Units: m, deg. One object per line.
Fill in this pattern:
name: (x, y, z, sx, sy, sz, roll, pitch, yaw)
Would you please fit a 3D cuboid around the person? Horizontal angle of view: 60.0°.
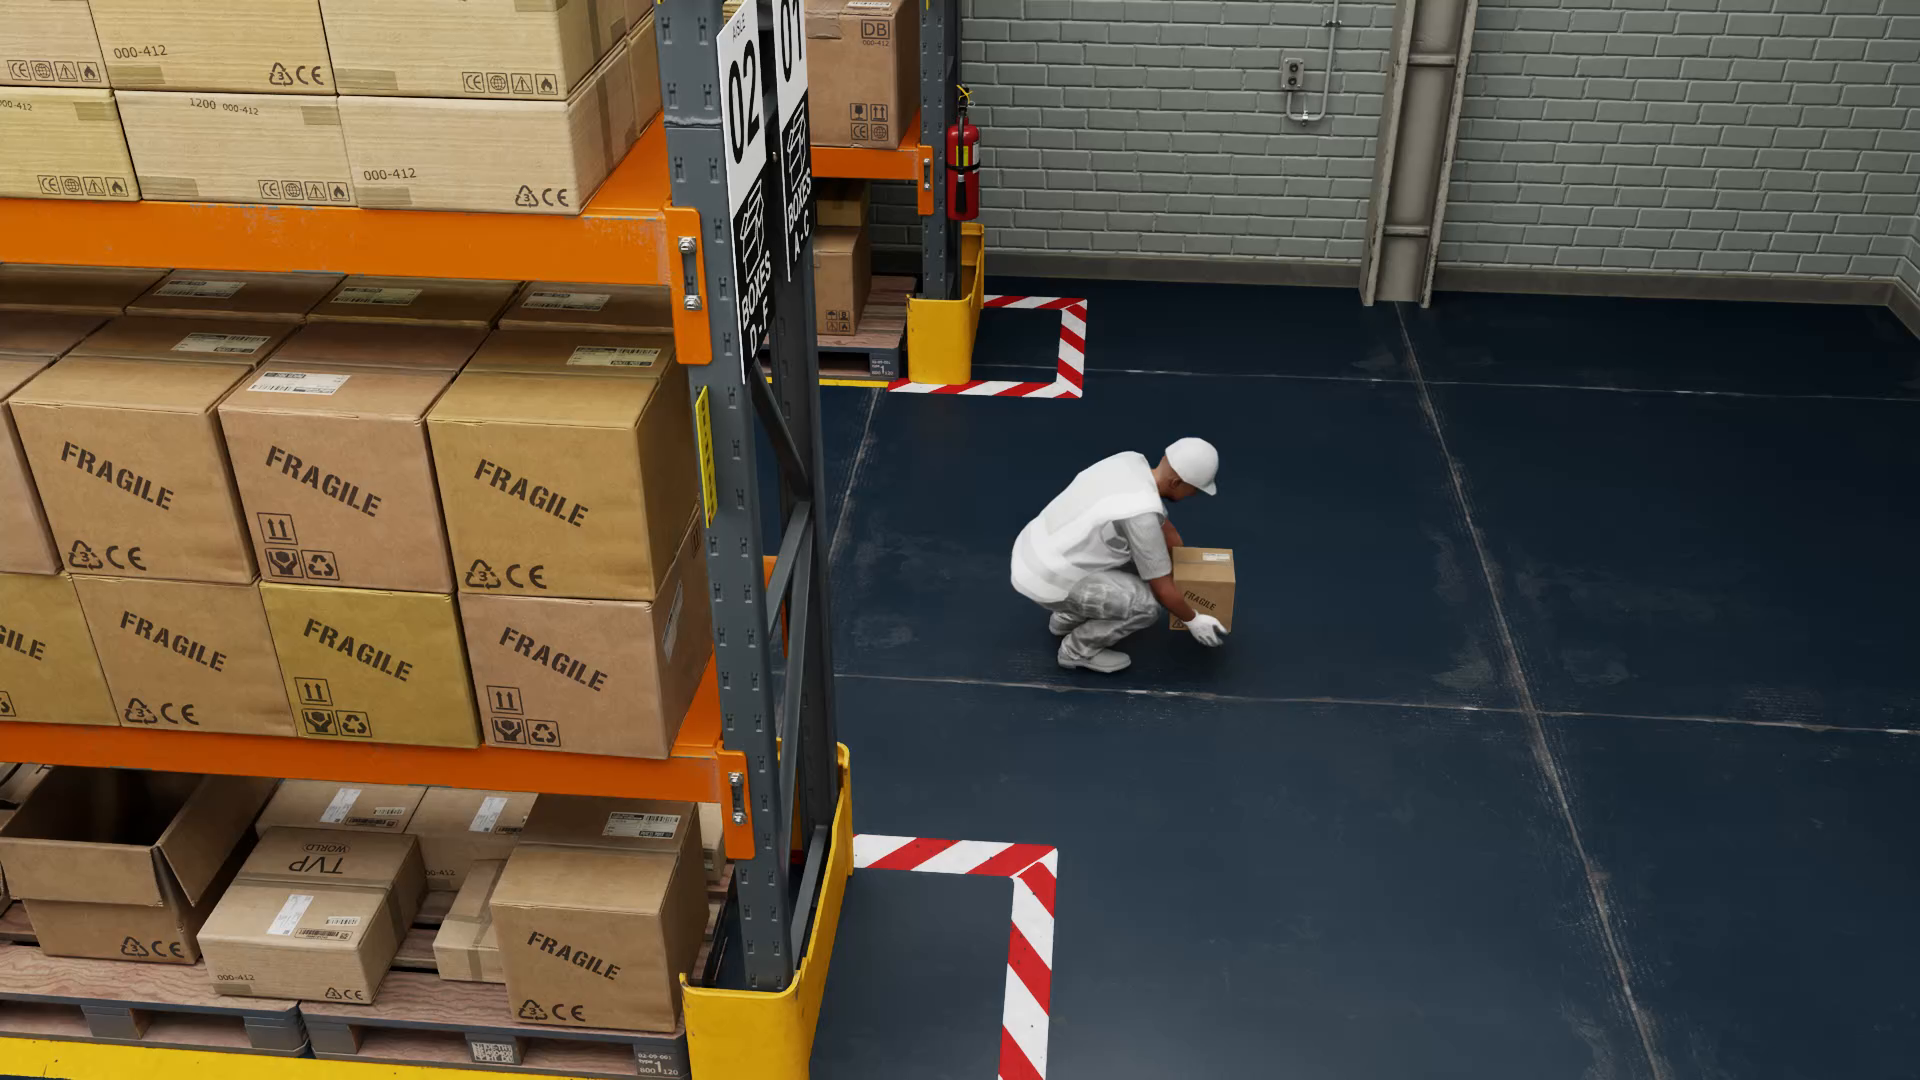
person: (0.659, 0.036, 6.822, 0.895, 0.991, 0.567, 2, 32, 4)
